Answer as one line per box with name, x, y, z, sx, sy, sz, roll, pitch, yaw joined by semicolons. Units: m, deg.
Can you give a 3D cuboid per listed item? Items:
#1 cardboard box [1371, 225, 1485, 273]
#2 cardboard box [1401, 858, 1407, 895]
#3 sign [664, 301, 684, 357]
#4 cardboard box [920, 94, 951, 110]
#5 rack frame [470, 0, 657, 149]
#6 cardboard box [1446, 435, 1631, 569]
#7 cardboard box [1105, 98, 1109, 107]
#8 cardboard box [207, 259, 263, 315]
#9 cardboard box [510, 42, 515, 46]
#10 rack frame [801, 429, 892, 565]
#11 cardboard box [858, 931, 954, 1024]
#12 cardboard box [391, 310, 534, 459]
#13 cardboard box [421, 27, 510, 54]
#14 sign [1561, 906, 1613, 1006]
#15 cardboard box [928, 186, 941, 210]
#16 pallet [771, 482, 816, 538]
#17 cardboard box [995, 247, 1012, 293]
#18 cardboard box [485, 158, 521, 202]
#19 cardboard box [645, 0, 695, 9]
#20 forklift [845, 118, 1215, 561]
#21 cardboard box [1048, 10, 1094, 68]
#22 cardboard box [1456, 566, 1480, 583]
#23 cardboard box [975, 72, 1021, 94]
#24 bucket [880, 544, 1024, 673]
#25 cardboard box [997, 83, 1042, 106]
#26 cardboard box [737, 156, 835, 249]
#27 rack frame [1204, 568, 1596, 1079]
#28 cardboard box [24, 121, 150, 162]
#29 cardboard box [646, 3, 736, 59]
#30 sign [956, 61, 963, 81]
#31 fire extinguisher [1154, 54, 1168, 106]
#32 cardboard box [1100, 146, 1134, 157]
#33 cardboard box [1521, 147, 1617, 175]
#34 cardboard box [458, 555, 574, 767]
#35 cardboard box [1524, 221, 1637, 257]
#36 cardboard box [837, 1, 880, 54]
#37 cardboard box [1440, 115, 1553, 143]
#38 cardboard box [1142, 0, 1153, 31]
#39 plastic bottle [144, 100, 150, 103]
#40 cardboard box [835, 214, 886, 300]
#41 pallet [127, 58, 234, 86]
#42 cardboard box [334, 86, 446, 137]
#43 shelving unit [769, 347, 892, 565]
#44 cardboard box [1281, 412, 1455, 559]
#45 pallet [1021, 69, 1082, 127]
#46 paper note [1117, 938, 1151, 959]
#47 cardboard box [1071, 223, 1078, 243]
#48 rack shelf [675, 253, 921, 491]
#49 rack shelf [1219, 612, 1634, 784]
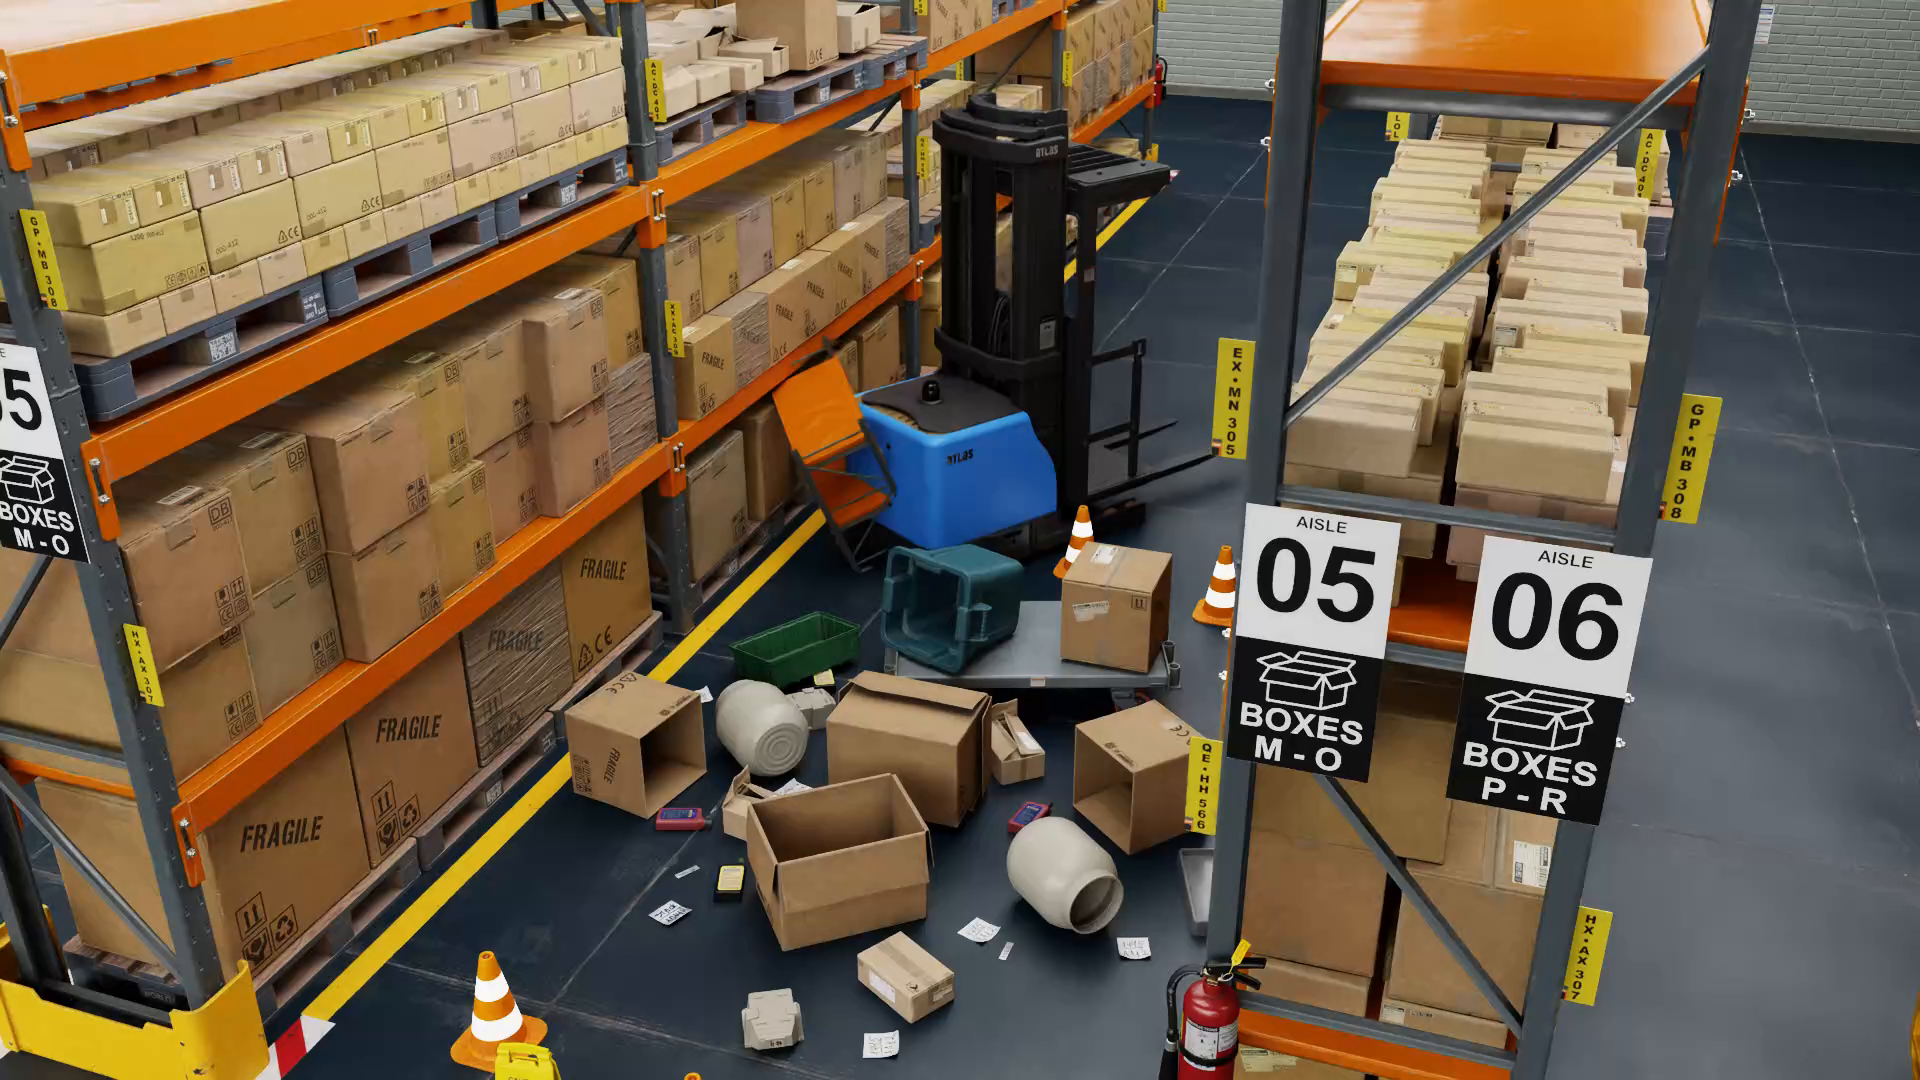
cardboard box;1.709;-1.035;6.100;0.380;0.149;0.250;9;27;18
cardboard box;1.818;0.925;5.664;0.500;0.500;0.500;10;27;19
sign;-9.128;-2.400;11.828;16.064;0.392;0.098;9;27;17
cardboard box;-0.303;-4.061;15.544;0.380;0.149;0.250;8;27;17
rack frame;-2.141;-3.548;8.476;1.000;3.000;0.127;9;27;17
cardboard box;1.648;-0.112;4.652;0.500;0.250;0.500;8;27;17
cardboard box;1.426;-4.863;18.364;0.380;0.149;0.250;9;27;18
cardboard box;-2.887;-0.977;6.300;0.380;0.149;0.250;9;27;18
cardboard box;-4.758;-4.591;16.248;0.797;0.503;0.637;10;27;19
rack frame;-0.643;-0.264;10.684;0.475;0.981;0.013;-25;41;0
cardboard box;-0.239;1.924;7.329;0.250;0.149;0.380;-20;33;-36
cardboard box;-2.679;-0.810;8.293;0.875;0.550;0.550;9;27;17
cardboard box;-2.582;-2.578;8.690;0.380;0.149;0.250;9;27;18
sign;-7.792;-4.021;15.298;25.968;0.365;16.011;9;27;17
cardboard box;-0.381;-2.833;13.688;0.380;0.149;0.250;10;28;20
pallet;1.337;-0.649;12.571;6.107;0.211;4.108;9;27;17
cardboard box;0.167;-2.438;15.453;0.500;0.500;0.500;8;27;16
cardboard box;-2.298;-1.706;7.804;0.380;0.149;0.250;9;27;18
cardboard box;-3.538;-6.367;20.151;0.500;0.500;0.500;8;27;16
forklift;0.681;-1.496;11.300;3.031;2.843;1.129;-19;32;-34
cardboard box;1.060;-5.130;17.023;0.500;0.500;0.500;8;27;16
cardboard box;1.649;0.025;4.826;0.380;0.149;0.250;8;27;16
cardboard box;0.416;-4.554;16.982;0.500;0.500;0.500;9;27;18
bucket;-0.012;0.331;9.359;0.726;0.611;0.620;20;22;35
cardboard box;0.572;-4.286;16.007;0.380;0.149;0.250;10;28;20
cardboard box;-1.304;-2.385;11.695;0.700;0.500;0.500;8;27;17
rack frame;1.230;1.472;4.991;1.000;3.000;0.127;9;27;17
cardboard box;-3.425;-1.536;6.539;0.380;0.149;0.250;9;27;18
cardboard box;-1.585;-3.357;11.028;0.553;0.311;1.537;8;27;16
sign;0.007;-4.601;16.540;0.100;0.325;0.005;9;27;17
fire extinguisher;2.372;-5.613;20.142;0.296;0.674;0.183;9;27;17
cardboard box;1.811;-4.479;19.389;0.380;0.149;0.250;8;27;16
cardboard box;2.661;-1.606;7.279;0.380;0.149;0.250;9;27;19
cardboard box;-2.712;0.539;8.875;0.875;0.875;0.875;9;27;18
cardboard box;2.293;-1.063;6.158;0.380;0.149;0.250;9;27;18
cardboard box;-0.874;-3.563;11.453;0.500;0.311;0.500;9;27;17
cardboard box;2.634;-2.125;8.095;0.500;0.250;0.500;9;27;19
cardboard box;1.935;-6.184;19.201;0.500;0.500;0.500;8;27;16
plastic bottle;-8.966;-4.852;18.281;0.097;0.201;0.097;0;26;0
cardboard box;-0.874;-2.108;12.271;0.500;0.500;0.500;9;27;17
pallet;-6.136;-3.539;12.115;1.213;0.211;1.003;9;27;17
cardboard box;-2.467;-1.857;7.202;0.380;0.149;0.250;9;27;18
shelving unit;-0.788;-0.564;11.068;0.538;0.981;1.030;-25;41;0
cardboard box;1.146;-0.194;4.820;0.500;0.250;0.500;8;27;17
pallet;-9.991;-4.717;16.270;20.827;1.712;8.533;9;27;17
paper note;0.796;1.859;7.600;0.142;0.019;0.148;0;26;-1
cardboard box;1.034;-3.254;17.541;0.380;0.149;0.250;10;27;19
rack shelf;-1.475;-1.346;11.637;1.077;0.370;4.000;9;27;17
rack shelf;1.895;-0.376;6.192;1.077;0.370;4.000;9;27;17
